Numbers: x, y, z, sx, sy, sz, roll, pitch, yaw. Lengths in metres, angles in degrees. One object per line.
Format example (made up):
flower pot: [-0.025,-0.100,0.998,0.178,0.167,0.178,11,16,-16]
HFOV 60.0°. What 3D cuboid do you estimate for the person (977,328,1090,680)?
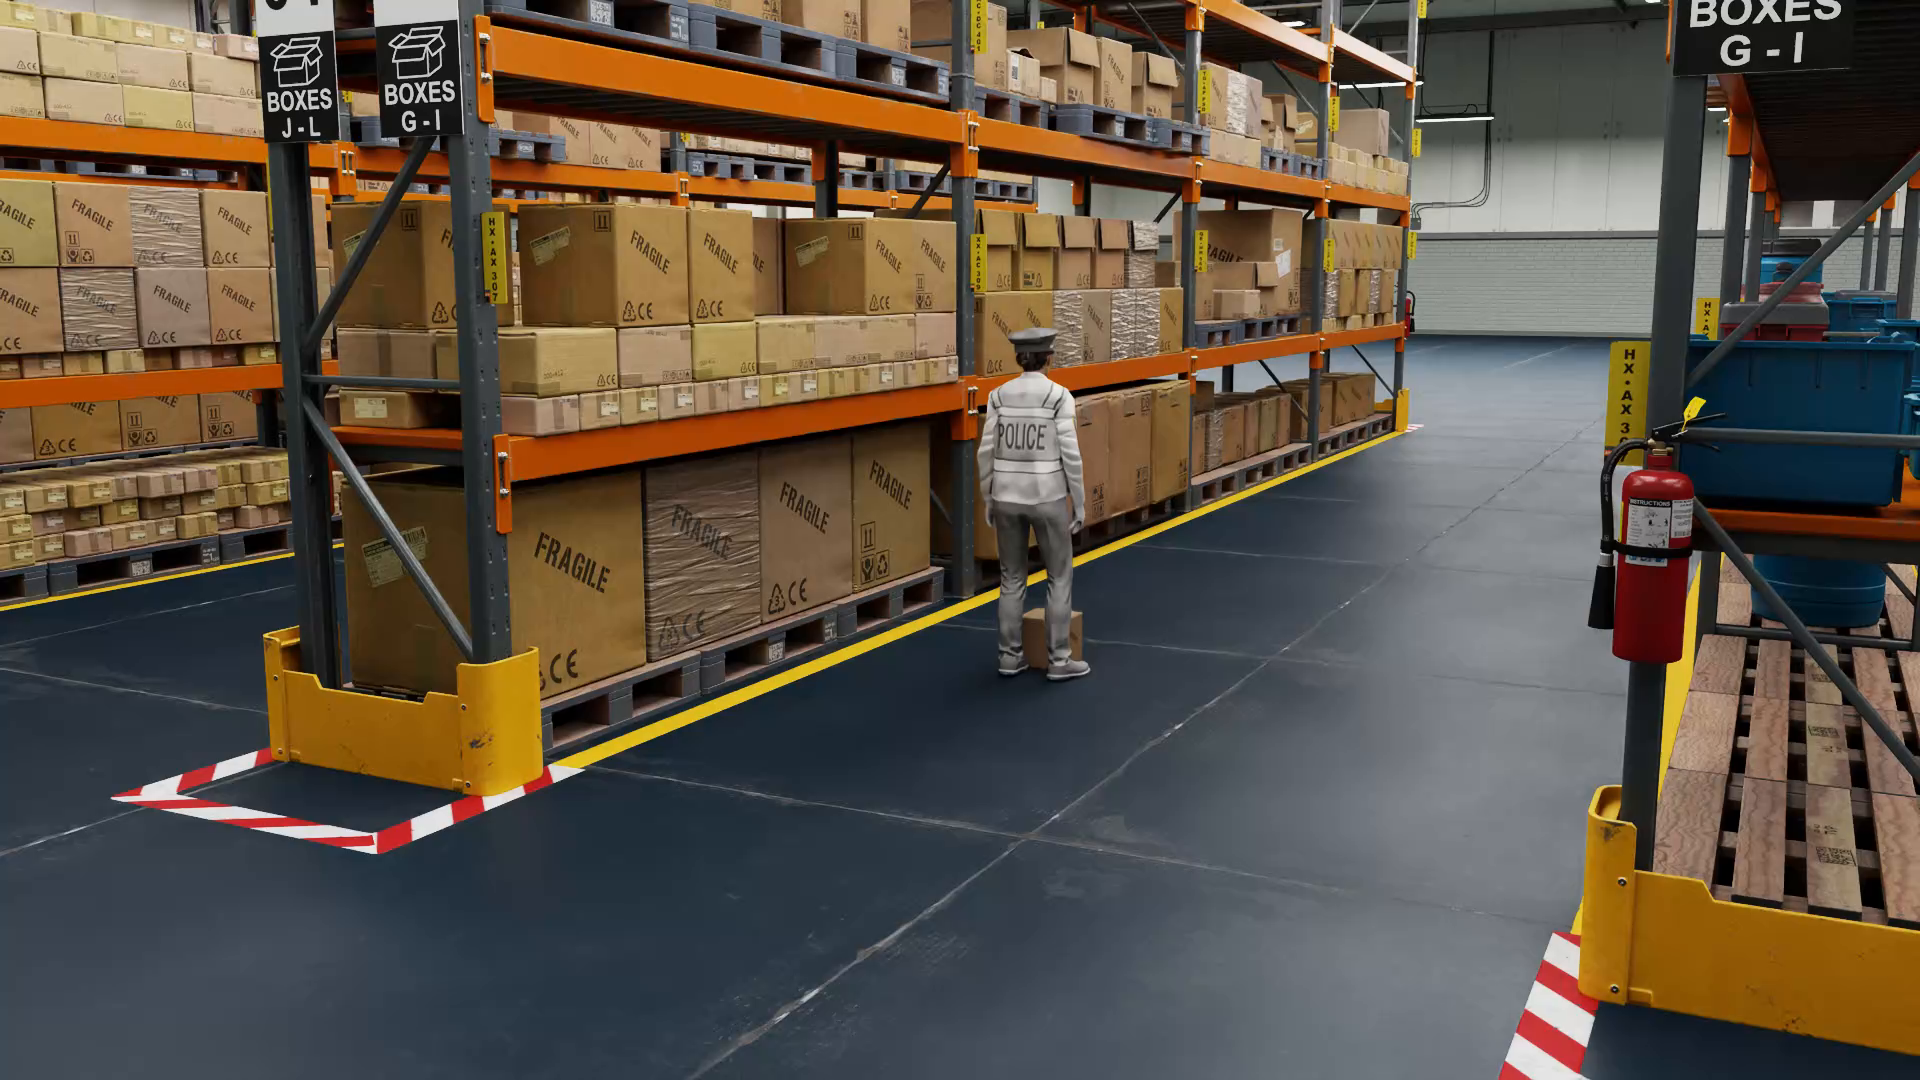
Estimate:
person: [0.344,-0.169,7.912,0.524,1.662,0.373,4,10,24]
